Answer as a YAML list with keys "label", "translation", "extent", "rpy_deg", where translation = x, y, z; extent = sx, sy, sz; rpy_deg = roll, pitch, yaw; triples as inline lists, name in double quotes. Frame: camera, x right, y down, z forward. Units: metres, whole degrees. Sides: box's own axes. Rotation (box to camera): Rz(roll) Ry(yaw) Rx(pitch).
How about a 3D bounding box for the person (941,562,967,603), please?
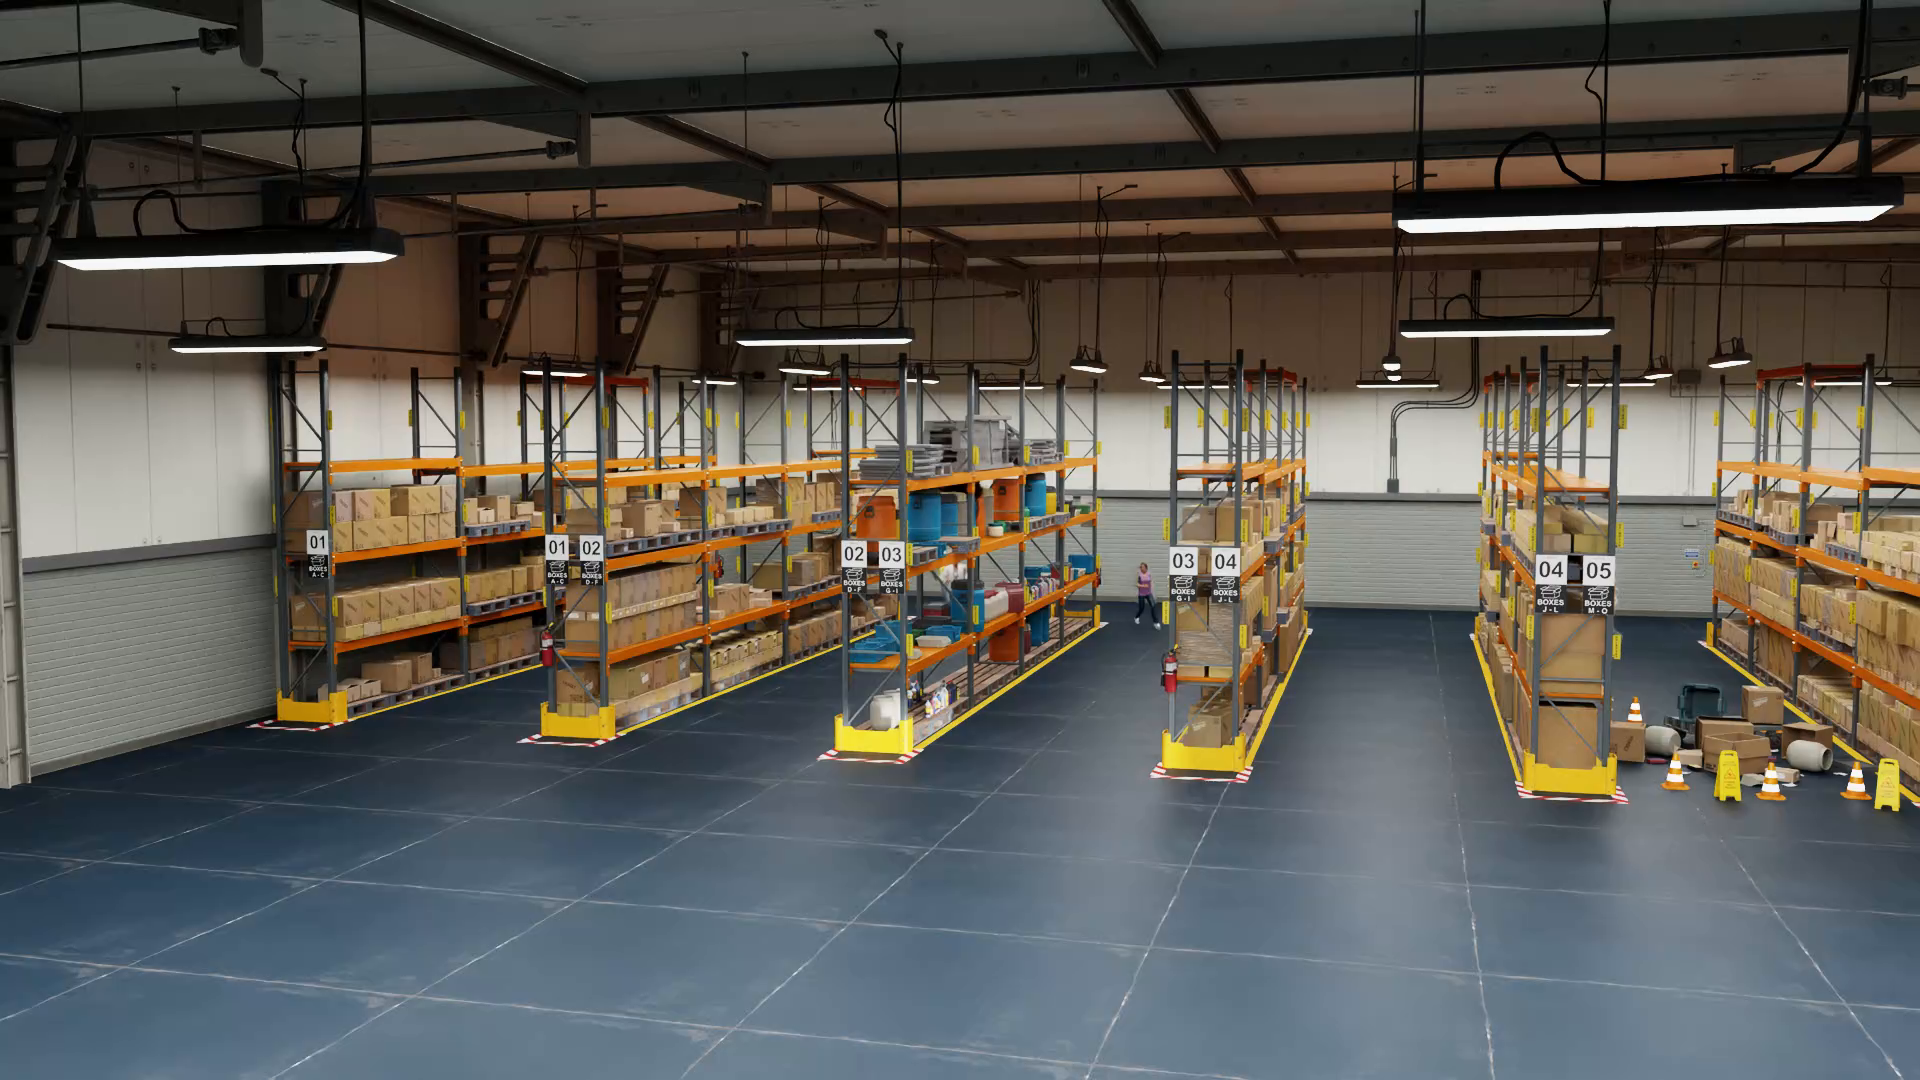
- label: "person"
  translation: [-0.107, 1.223, 39.846]
  extent: [0.691, 1.738, 1.147]
  rpy_deg: [0, 4, 4]

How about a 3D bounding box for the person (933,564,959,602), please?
- label: "person"
  translation: [-0.328, 1.092, 41.990]
  extent: [0.711, 1.783, 0.921]
  rpy_deg: [-1, 4, -8]

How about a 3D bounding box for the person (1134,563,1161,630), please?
- label: "person"
  translation: [4.448, 1.332, 40.120]
  extent: [0.560, 1.585, 0.855]
  rpy_deg: [-1, 4, -16]
